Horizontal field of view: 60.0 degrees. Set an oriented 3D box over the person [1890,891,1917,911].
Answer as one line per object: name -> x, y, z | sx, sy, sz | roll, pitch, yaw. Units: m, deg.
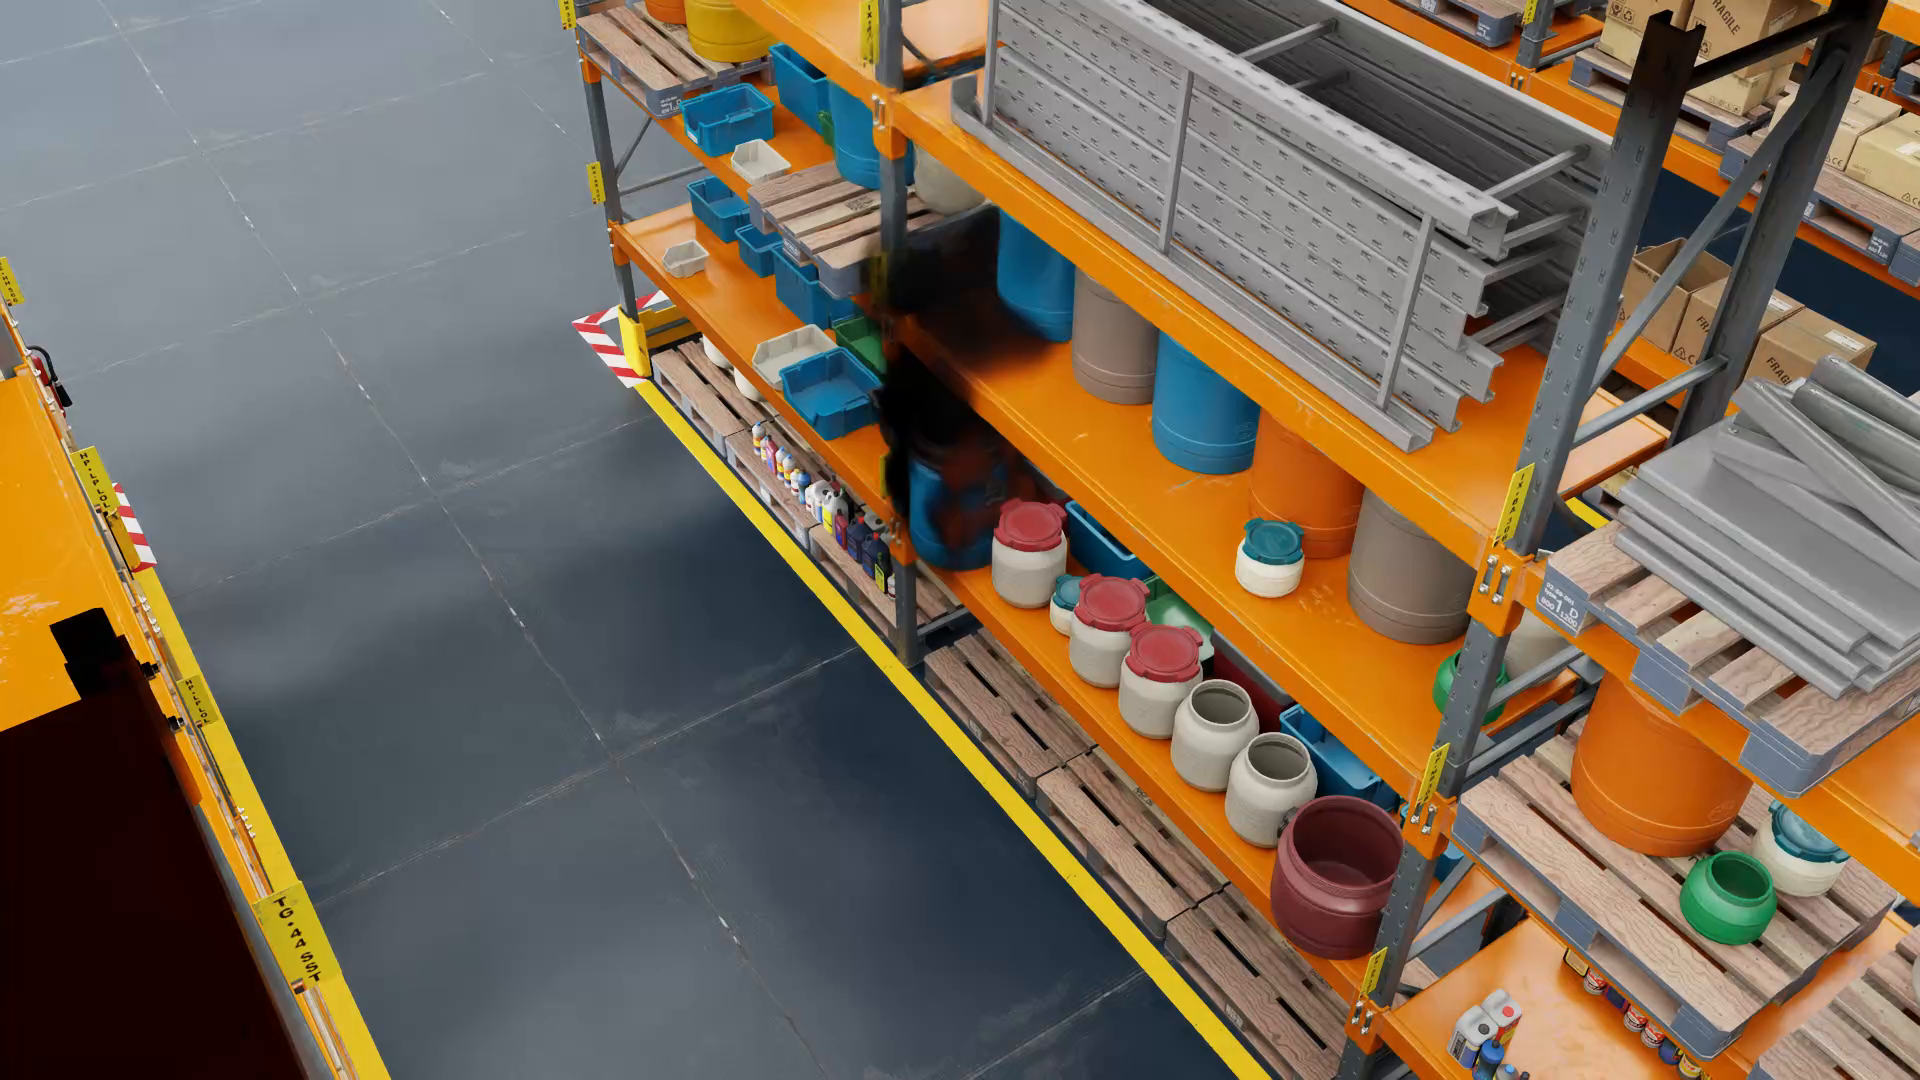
person -> 4.401, 1.935, 8.311 | 0.644, 1.785, 0.894 | -25, 48, -25
